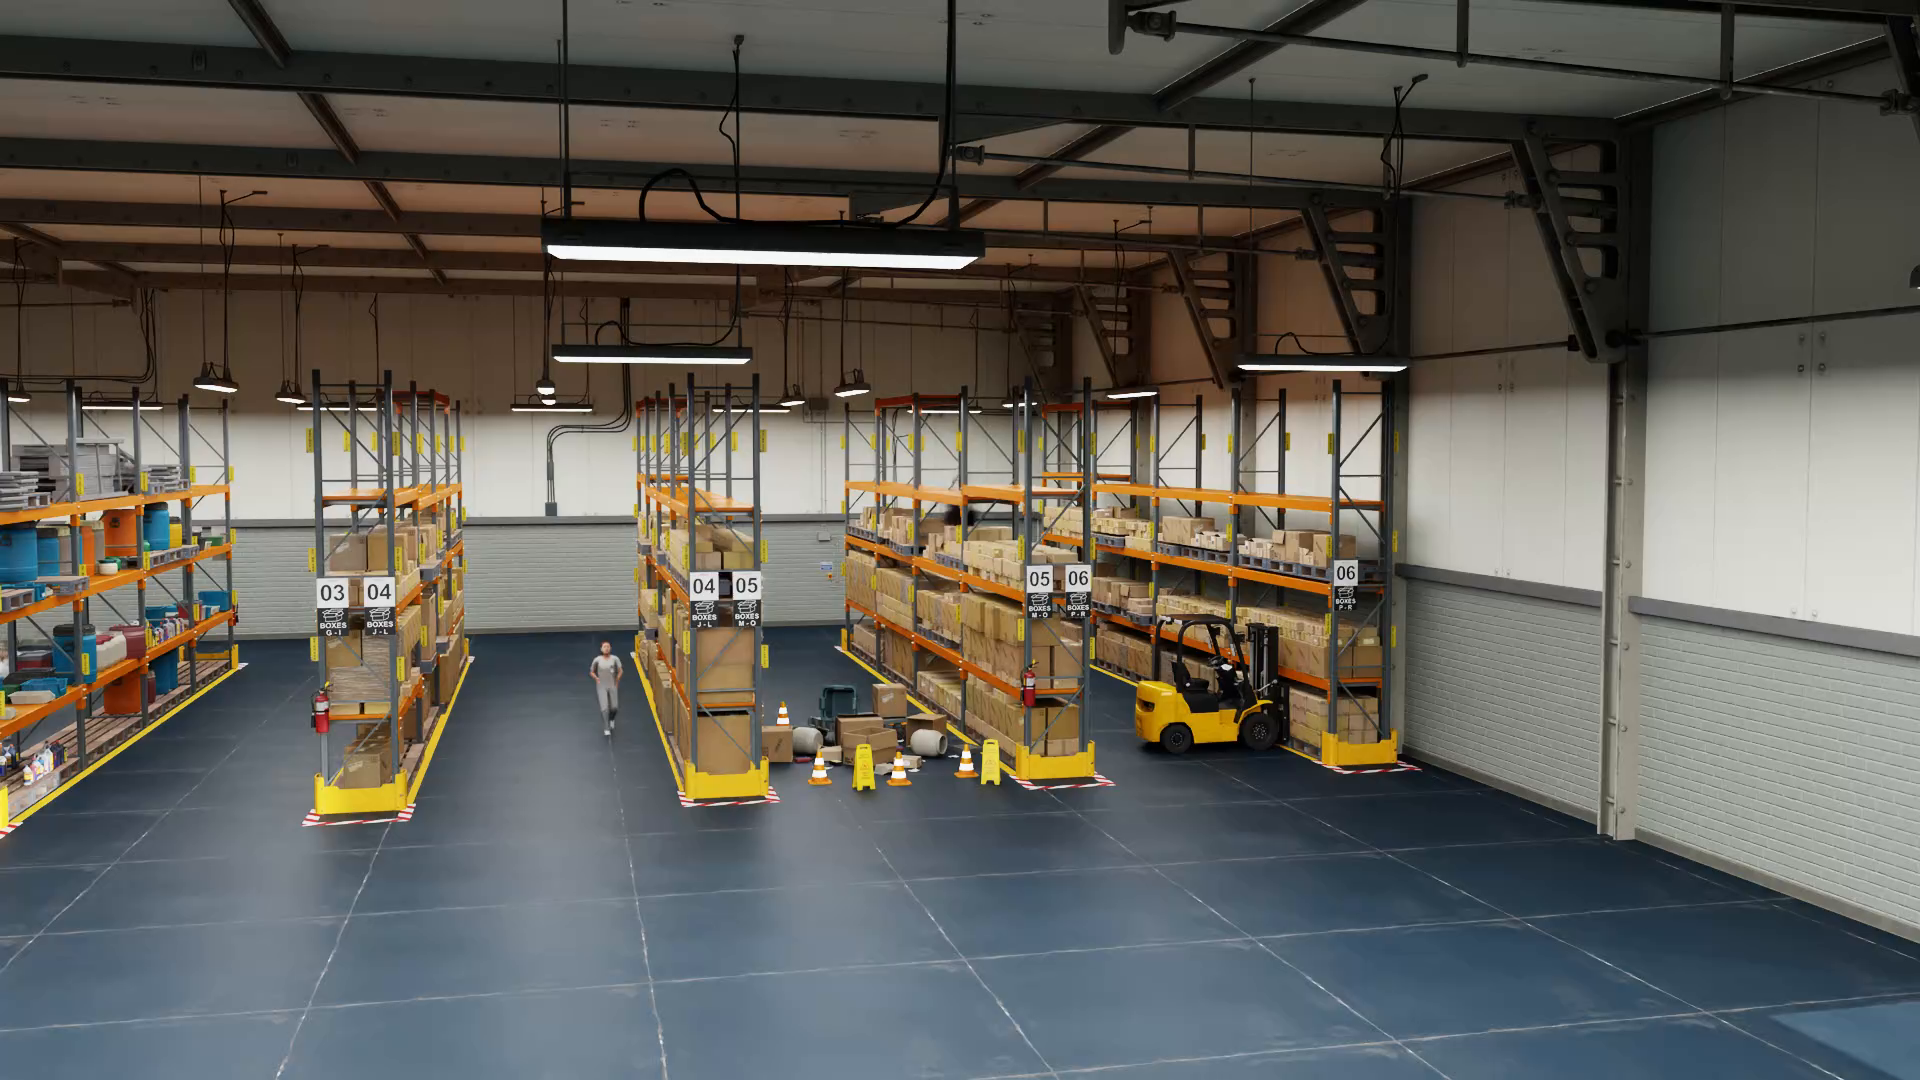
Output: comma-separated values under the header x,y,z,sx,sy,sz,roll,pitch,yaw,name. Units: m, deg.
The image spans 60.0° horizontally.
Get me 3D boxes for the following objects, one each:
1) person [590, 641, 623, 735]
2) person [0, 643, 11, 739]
x,y,z,sx,sy,sz,roll,pitch,yaw,name
-6.073,2.538,28.583,0.561,1.619,0.584,-1,3,-16,person
-16.107,2.551,28.007,0.589,1.653,0.528,-1,3,-10,person
